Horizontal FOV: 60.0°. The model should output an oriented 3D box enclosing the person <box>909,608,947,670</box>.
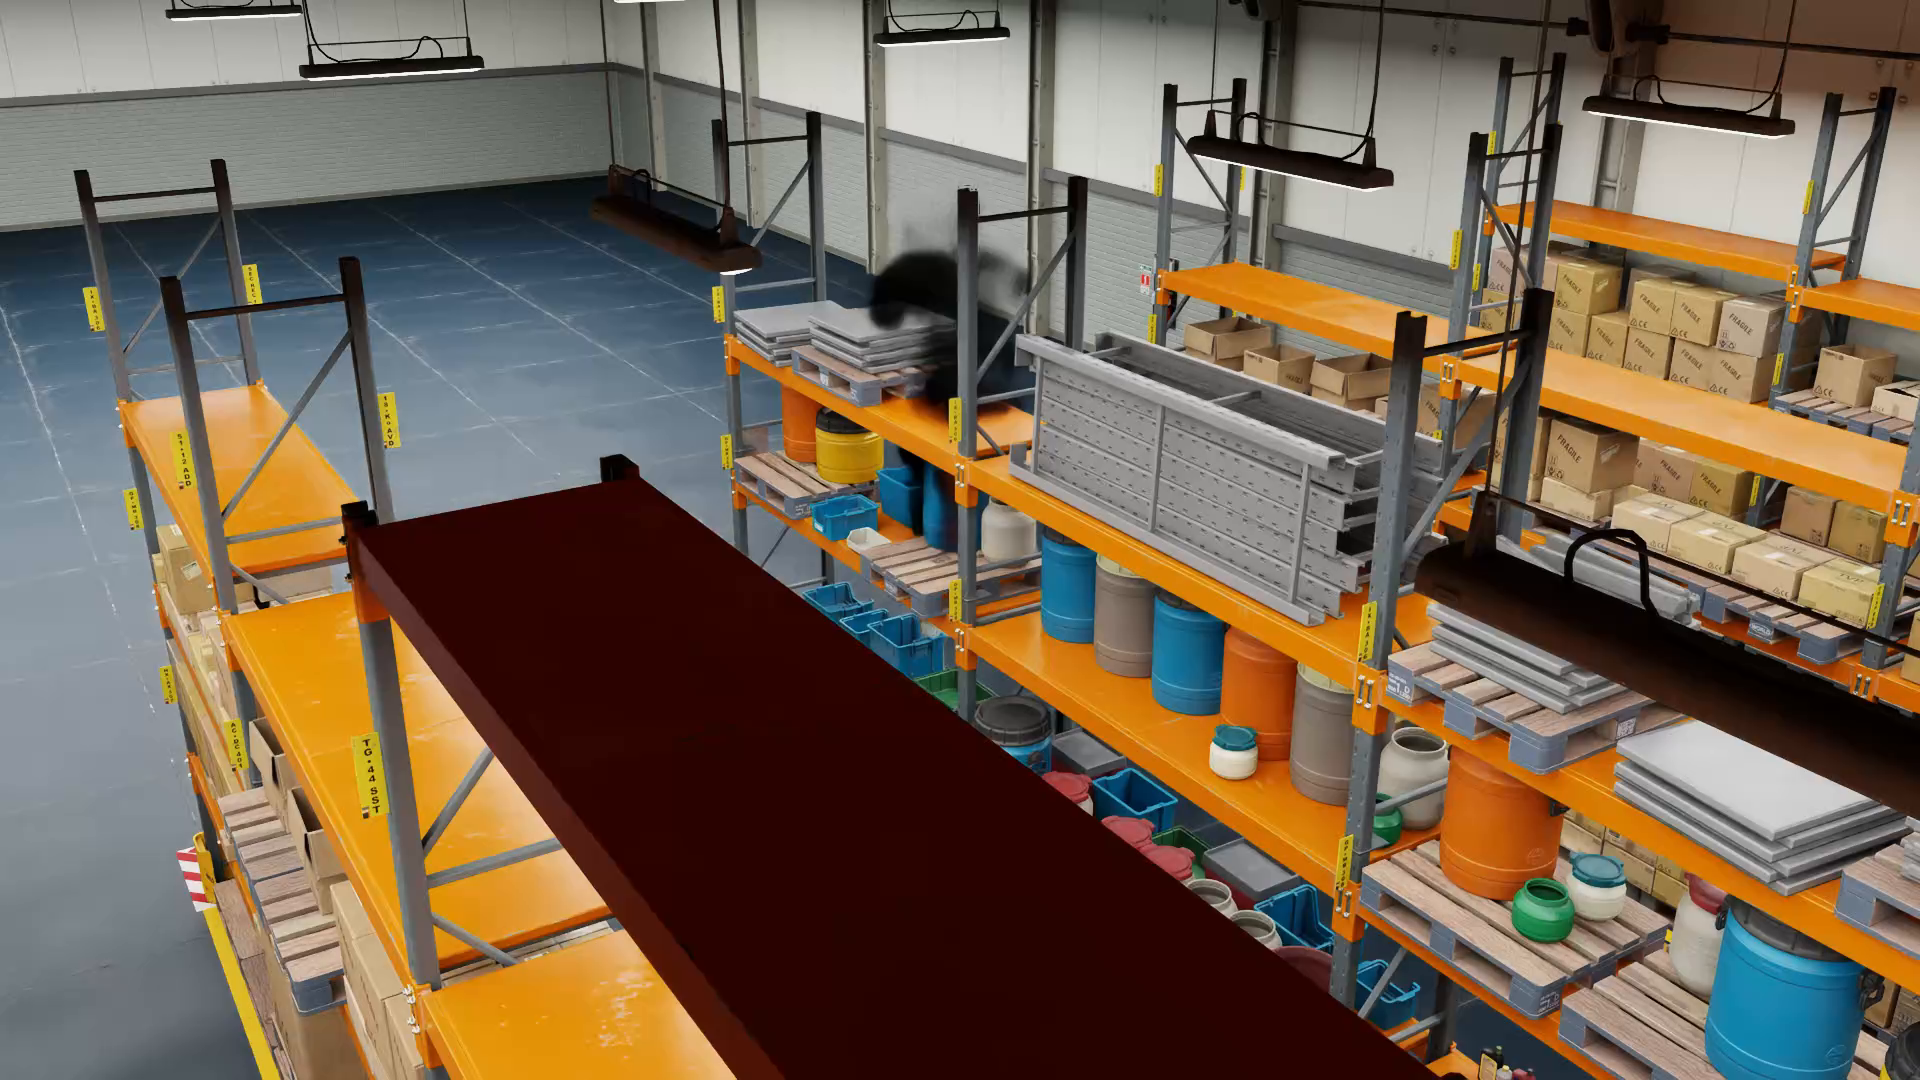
[{"bbox_3d":[-0.253,0.993,16.732,0.705,1.712,0.544,18,28,37],"label":"person"}]
